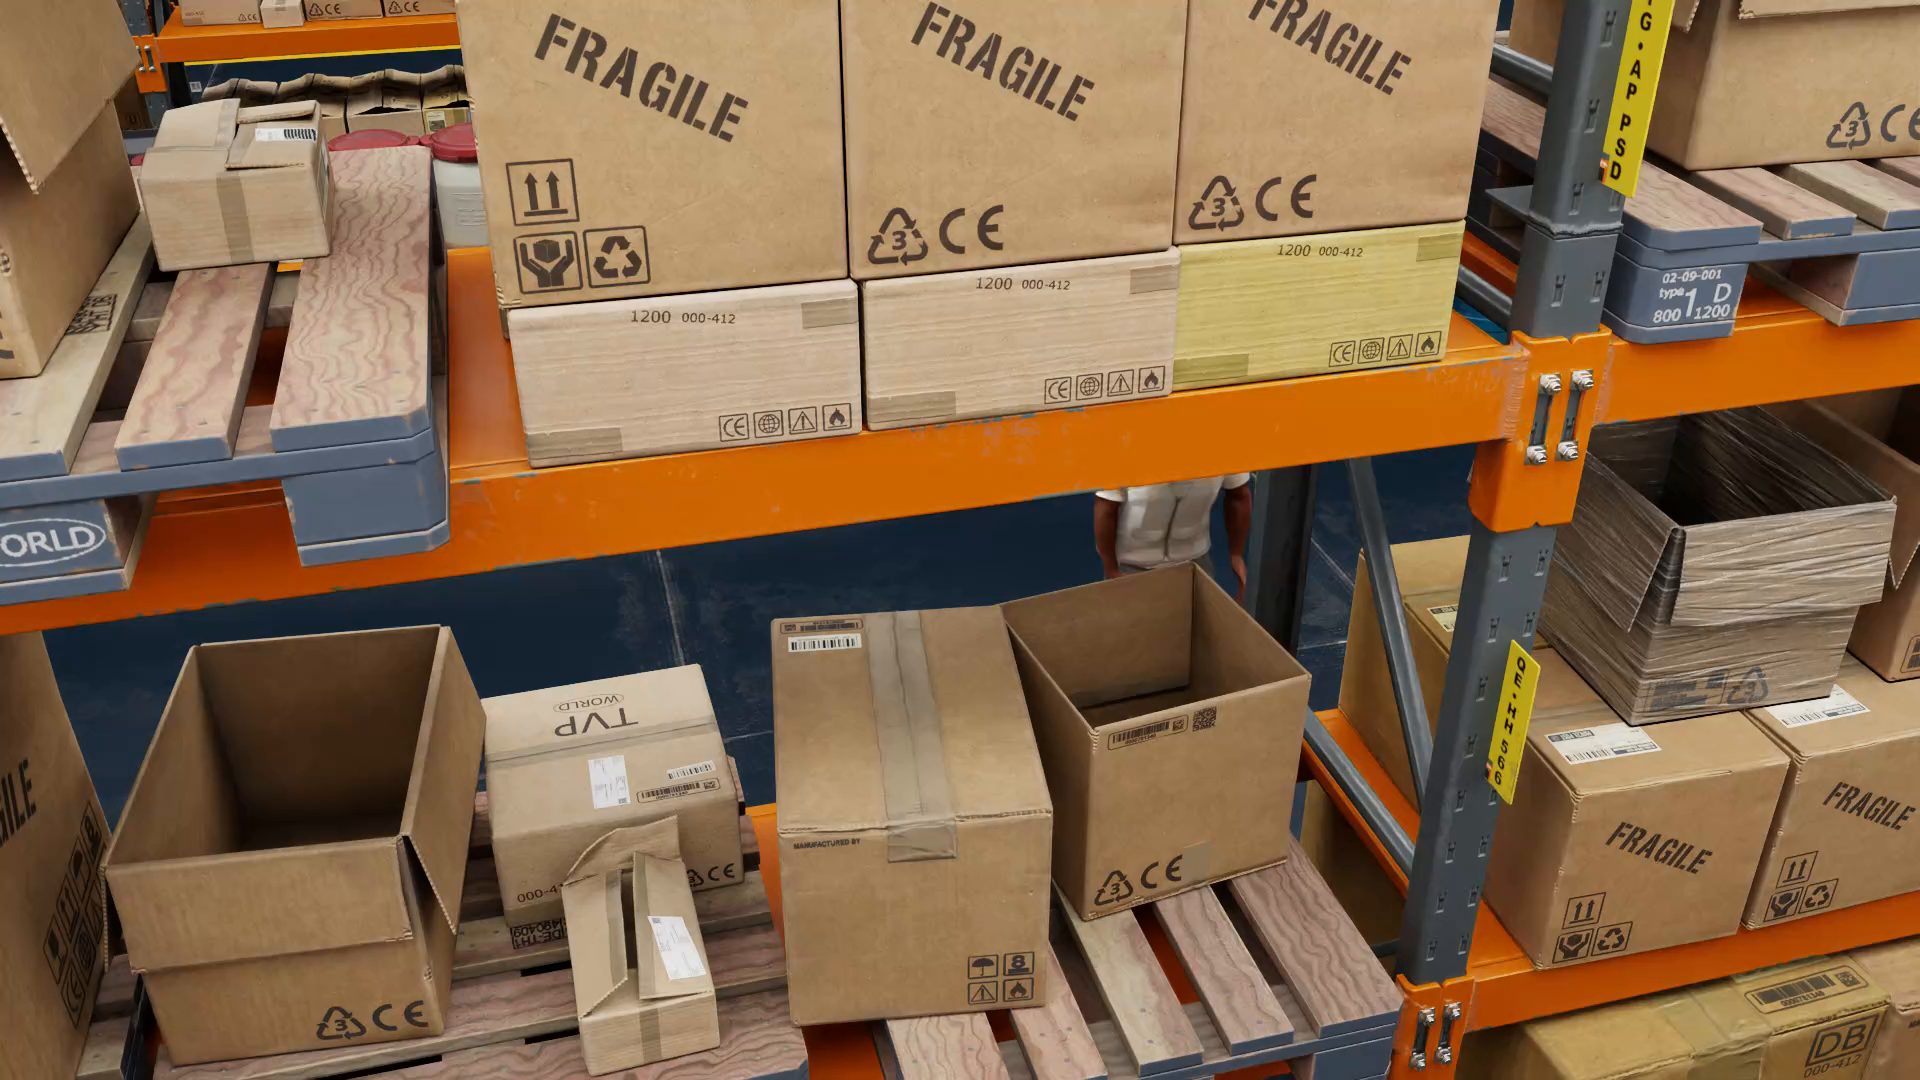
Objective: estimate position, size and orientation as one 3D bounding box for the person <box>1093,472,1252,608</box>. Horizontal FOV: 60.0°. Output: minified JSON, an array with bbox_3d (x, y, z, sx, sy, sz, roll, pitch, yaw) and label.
[{"bbox_3d":[0.761,0.077,6.060,0.602,1.682,0.511,-7,31,-12],"label":"person"}]
